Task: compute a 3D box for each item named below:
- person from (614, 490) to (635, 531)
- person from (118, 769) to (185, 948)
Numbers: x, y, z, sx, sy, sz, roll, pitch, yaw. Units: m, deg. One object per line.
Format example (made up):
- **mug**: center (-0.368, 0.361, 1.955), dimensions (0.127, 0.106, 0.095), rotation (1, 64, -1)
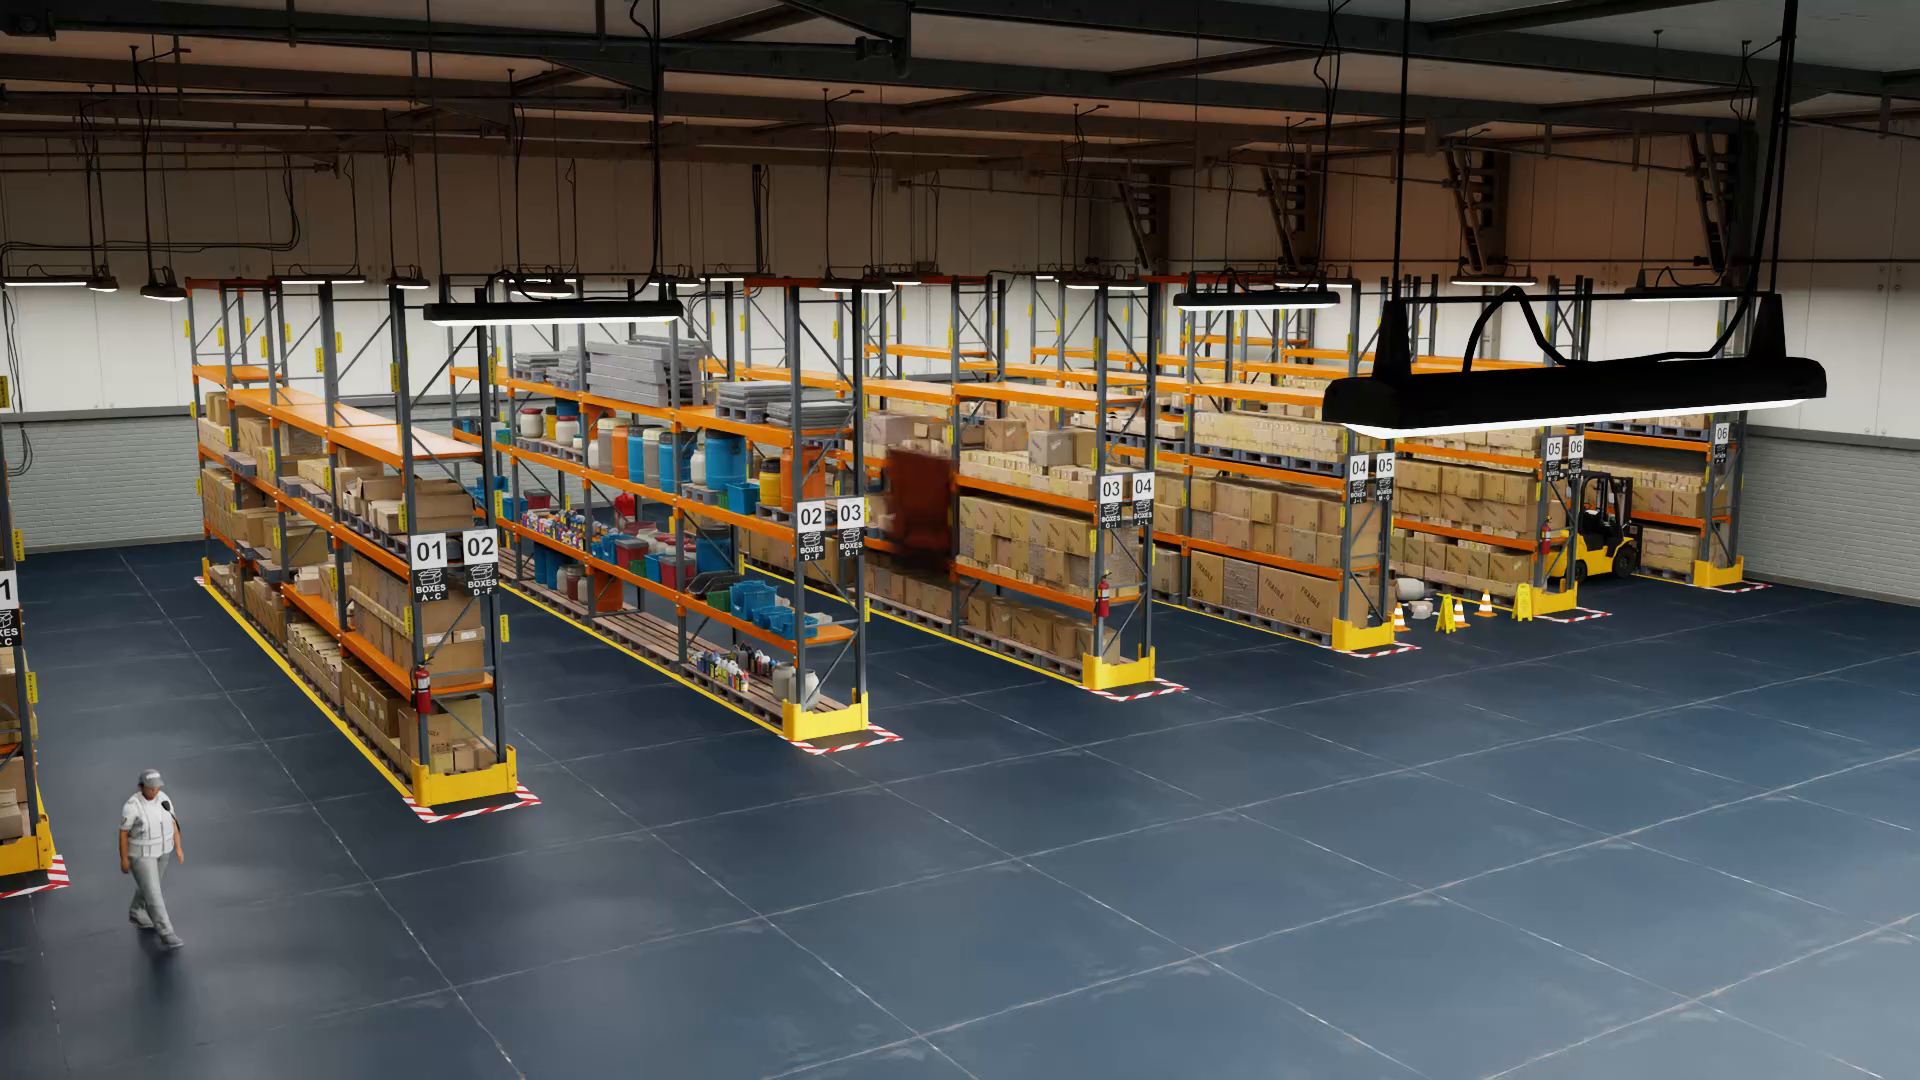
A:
- **person**: center (-6.920, -0.305, 34.683), dimensions (0.592, 1.721, 0.470), rotation (2, 10, 10)
- **person**: center (-7.555, 2.935, 15.583), dimensions (0.992, 1.607, 0.525), rotation (4, 10, 22)
